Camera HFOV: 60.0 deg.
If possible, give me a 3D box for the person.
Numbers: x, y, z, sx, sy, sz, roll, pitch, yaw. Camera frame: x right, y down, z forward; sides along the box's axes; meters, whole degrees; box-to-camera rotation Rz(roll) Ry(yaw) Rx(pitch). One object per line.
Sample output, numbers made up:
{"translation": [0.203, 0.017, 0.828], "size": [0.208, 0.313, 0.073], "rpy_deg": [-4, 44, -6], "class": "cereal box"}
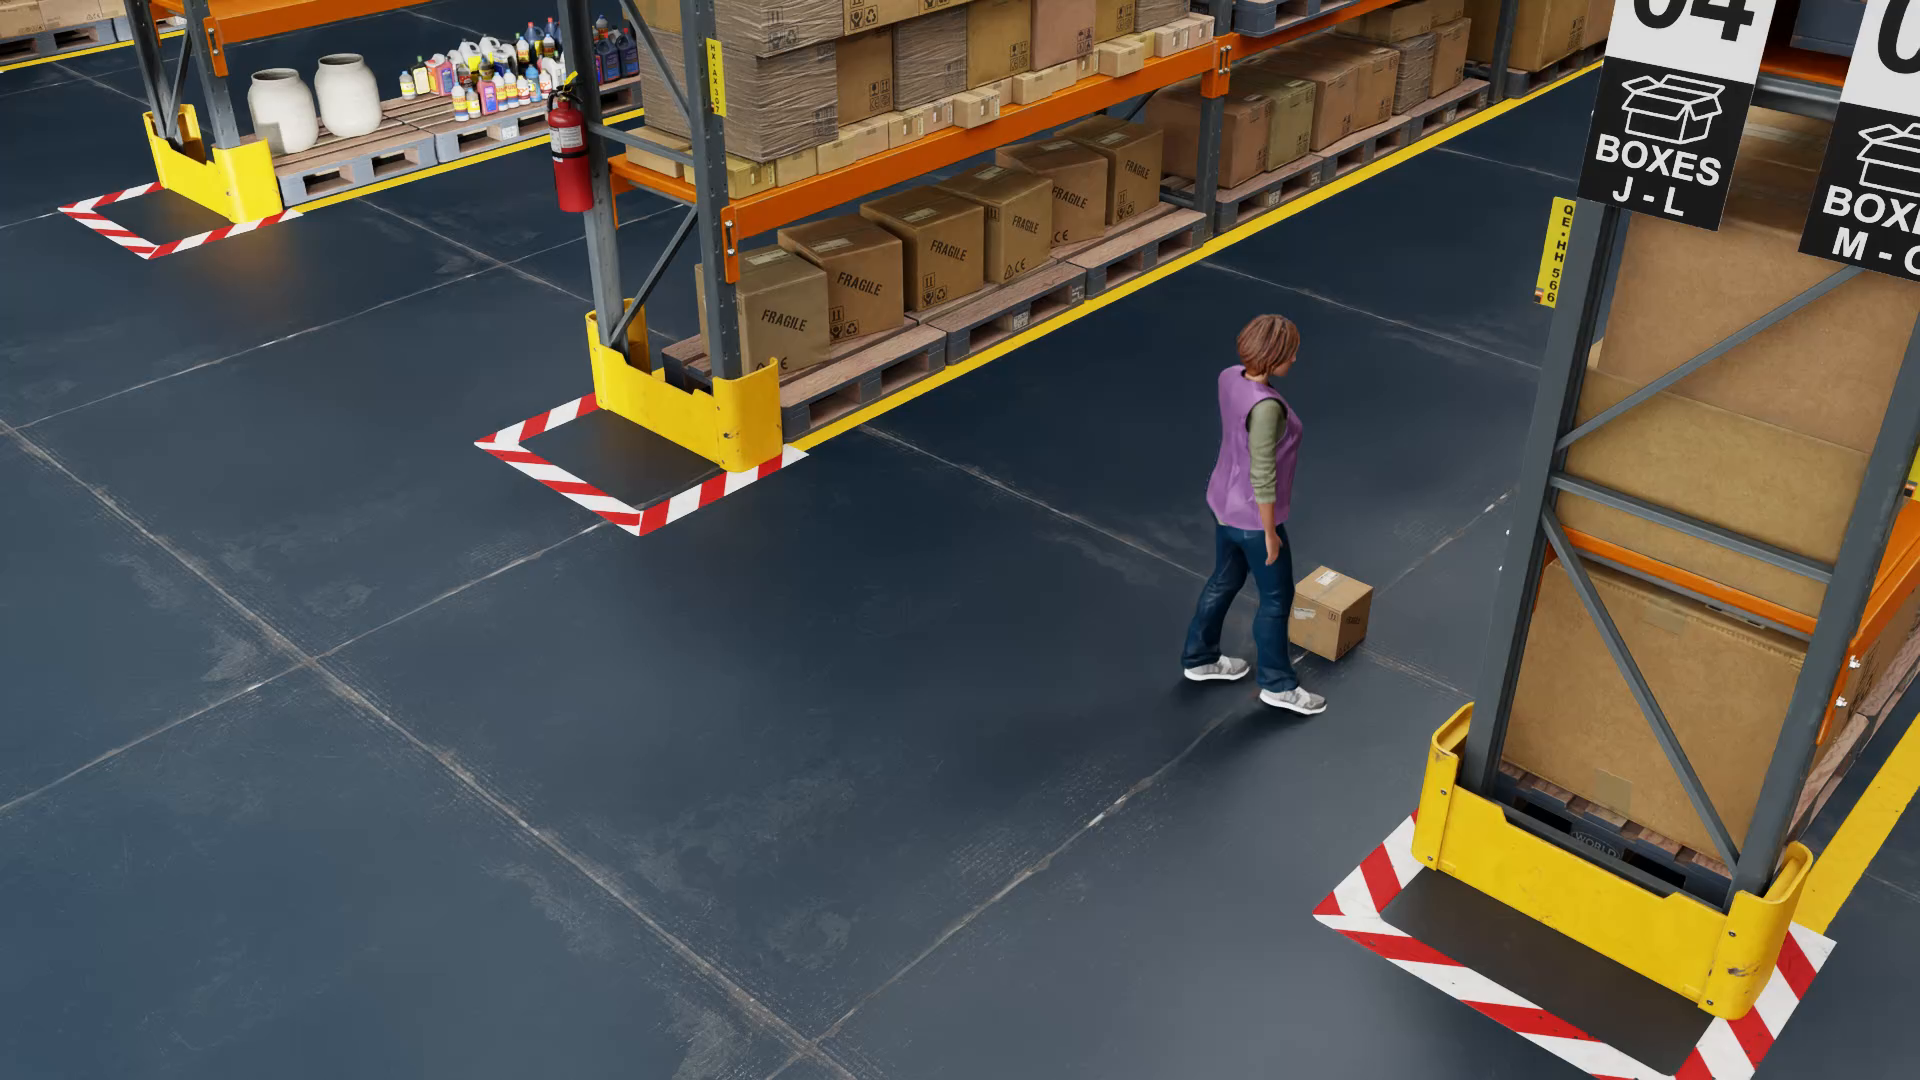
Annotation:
{"translation": [1.153, -0.090, 6.281], "size": [0.518, 1.606, 0.473], "rpy_deg": [-6, 32, -10], "class": "person"}
